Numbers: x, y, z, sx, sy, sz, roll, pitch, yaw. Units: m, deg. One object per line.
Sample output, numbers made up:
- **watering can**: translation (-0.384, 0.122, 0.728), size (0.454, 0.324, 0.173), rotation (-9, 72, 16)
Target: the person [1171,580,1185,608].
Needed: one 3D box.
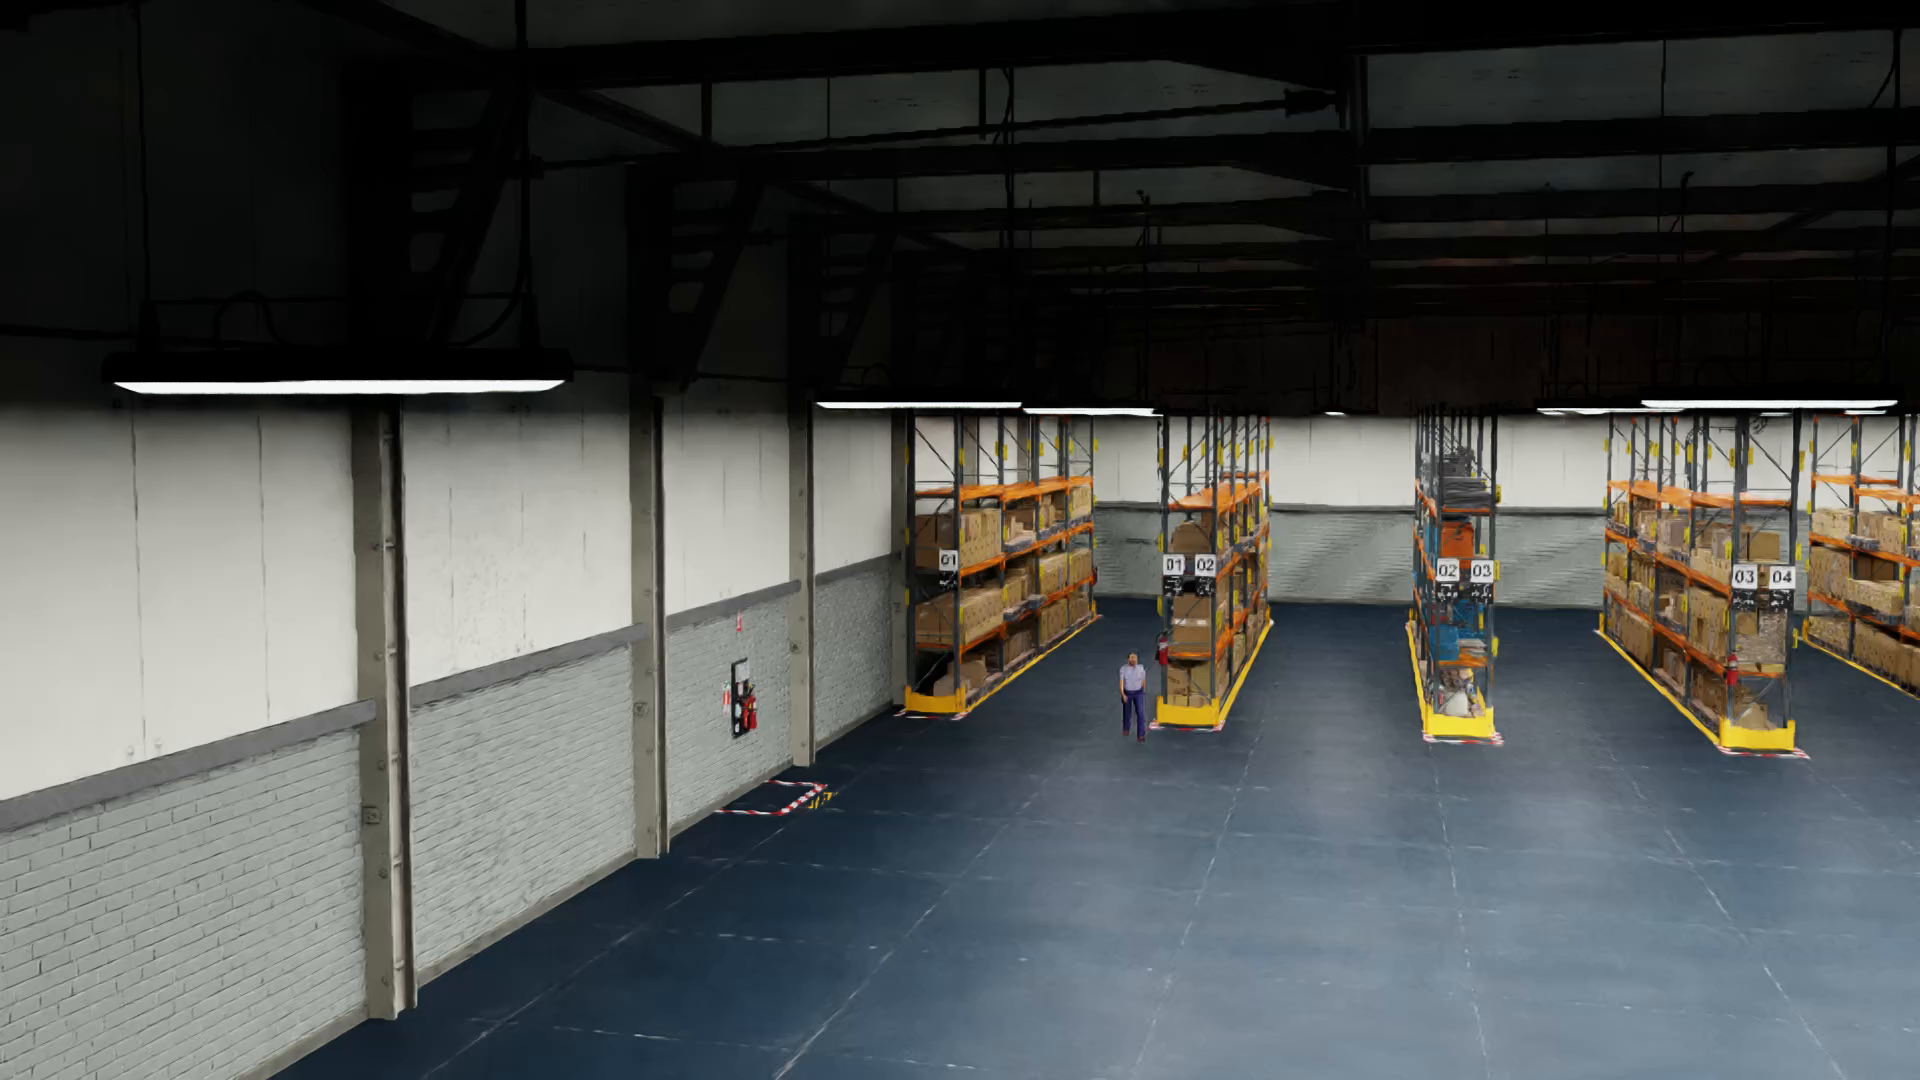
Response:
- **person**: translation (6.666, 1.275, 49.732), size (0.650, 1.661, 0.495), rotation (-2, 5, -27)

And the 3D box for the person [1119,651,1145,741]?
- **person**: translation (3.072, 2.765, 29.693), size (0.477, 1.567, 0.999), rotation (0, 4, 5)

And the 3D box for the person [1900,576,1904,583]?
- **person**: translation (23.703, 1.793, 41.706), size (0.444, 1.786, 0.598), rotation (-1, 4, -13)

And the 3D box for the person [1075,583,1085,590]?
- **person**: translation (3.407, 1.338, 49.424), size (0.599, 1.590, 0.458), rotation (-3, 5, -35)
